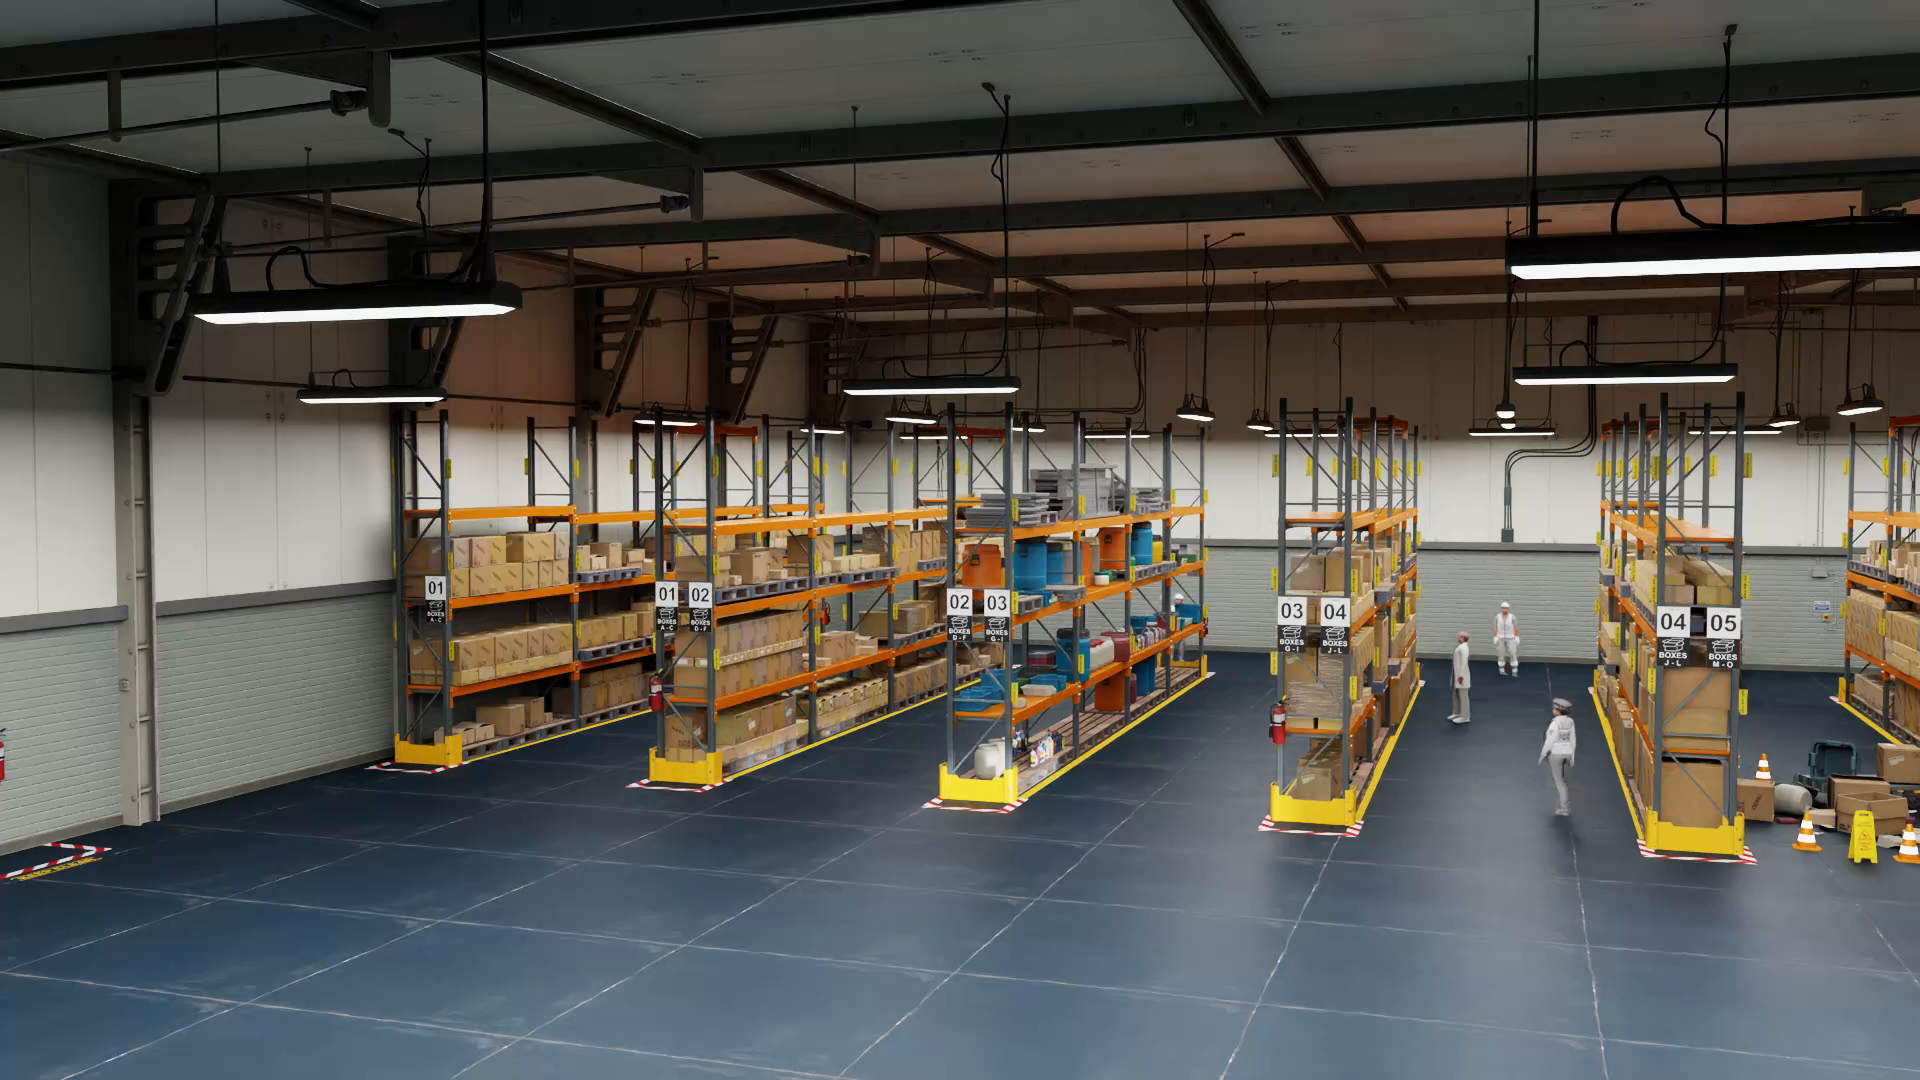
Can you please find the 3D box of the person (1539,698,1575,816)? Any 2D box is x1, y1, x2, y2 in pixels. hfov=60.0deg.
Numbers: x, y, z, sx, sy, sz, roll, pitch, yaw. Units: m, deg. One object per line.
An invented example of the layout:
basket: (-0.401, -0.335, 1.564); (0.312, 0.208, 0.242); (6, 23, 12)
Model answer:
person: (8.641, 3.149, 23.989); (0.522, 1.742, 0.517); (-1, 3, -20)

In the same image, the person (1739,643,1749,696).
person: (16.823, 2.551, 36.432); (0.663, 1.764, 0.931); (-2, 3, -38)

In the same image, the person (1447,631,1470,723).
person: (9.887, 2.695, 32.877); (0.421, 1.786, 0.607); (0, 2, -5)

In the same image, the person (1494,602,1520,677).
person: (13.199, 2.399, 40.152); (0.608, 1.798, 0.392); (1, 3, 22)

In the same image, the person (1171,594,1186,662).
person: (5.639, 2.285, 42.876); (0.606, 1.787, 0.505); (0, 2, 10)
